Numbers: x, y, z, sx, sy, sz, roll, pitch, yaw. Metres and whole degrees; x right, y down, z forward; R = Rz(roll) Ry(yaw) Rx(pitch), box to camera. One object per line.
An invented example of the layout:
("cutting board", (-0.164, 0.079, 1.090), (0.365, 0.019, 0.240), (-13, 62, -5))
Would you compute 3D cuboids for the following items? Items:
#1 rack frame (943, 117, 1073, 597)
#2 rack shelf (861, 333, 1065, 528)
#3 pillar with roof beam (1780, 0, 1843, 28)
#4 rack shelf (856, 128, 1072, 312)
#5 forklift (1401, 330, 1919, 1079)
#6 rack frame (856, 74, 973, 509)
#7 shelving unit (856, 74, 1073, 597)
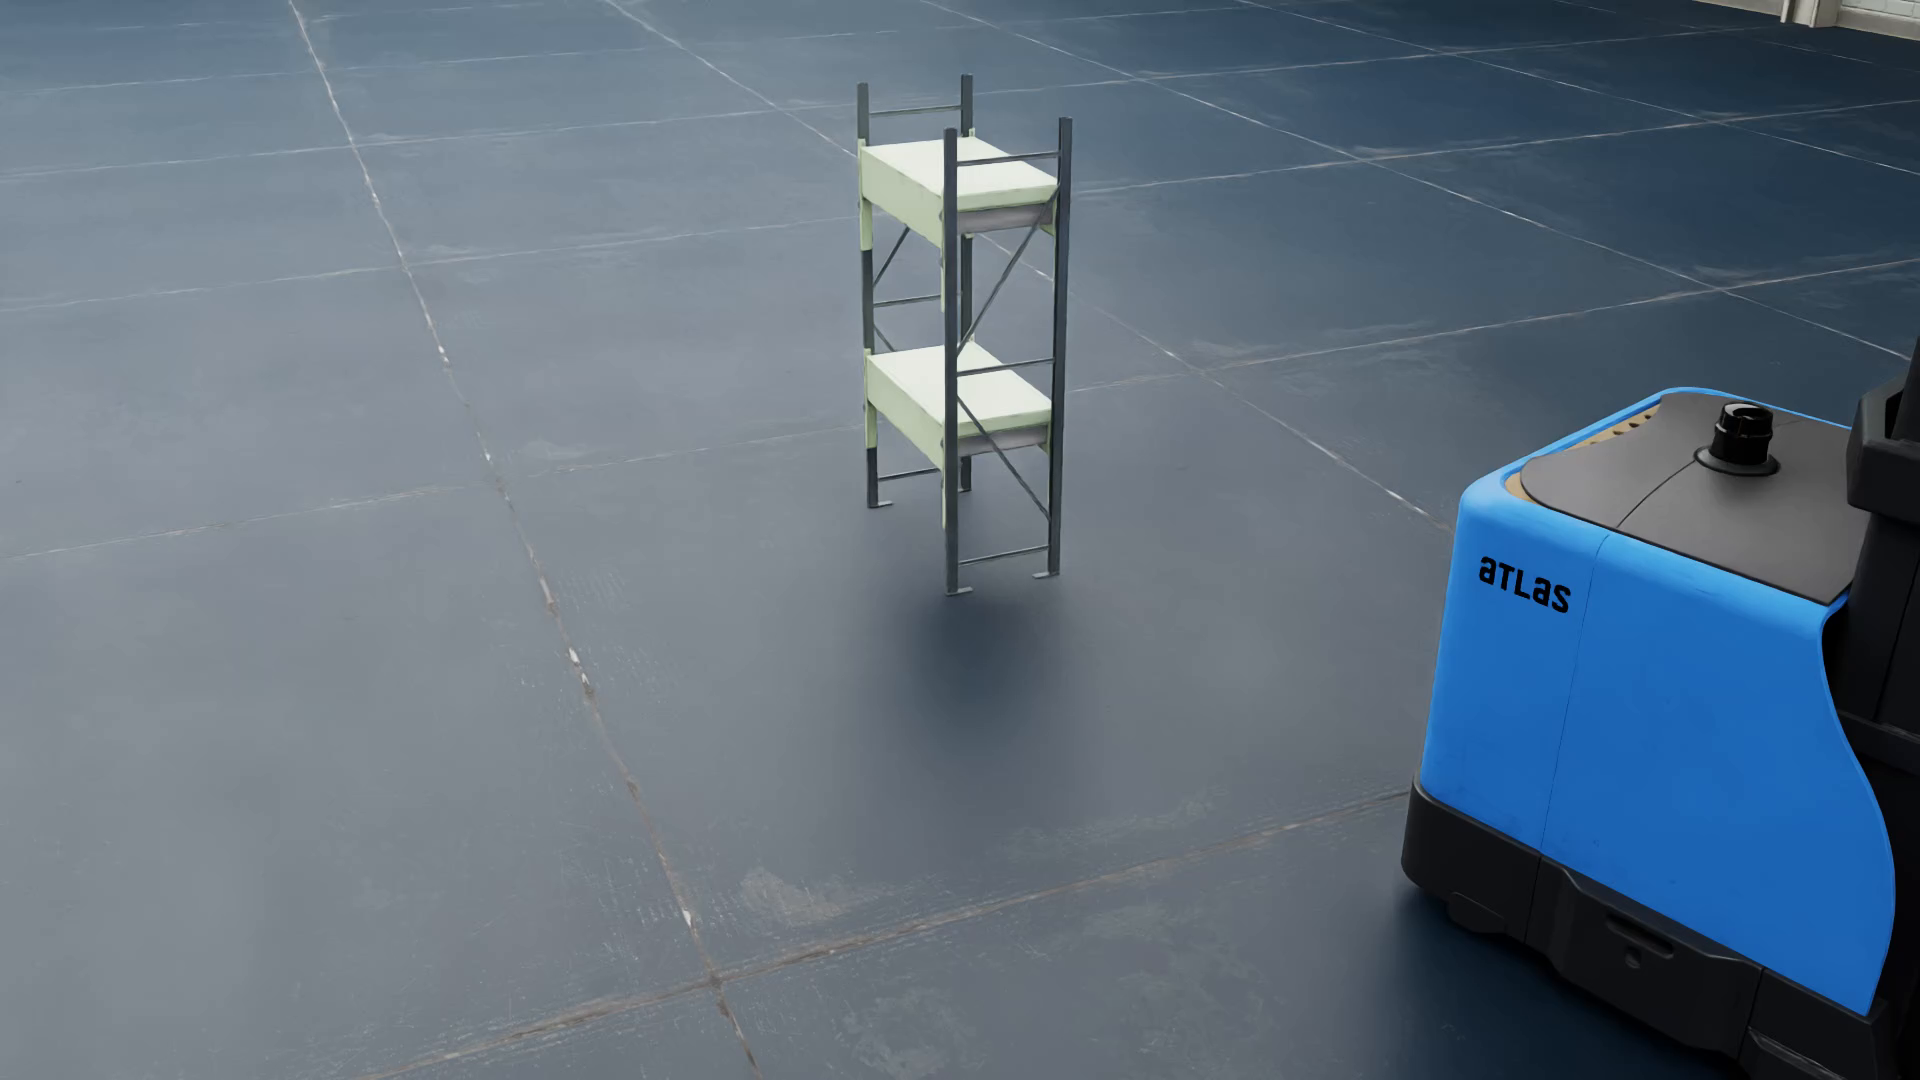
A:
("rack frame", (0.141, -0.529, 5.124), (0.400, 1.500, 0.023), (-11, 28, -21))
("rack shelf", (-0.003, -0.384, 5.569), (0.431, 0.370, 0.720), (-11, 28, -21))
("pillar with roof beam", (4.101, -8.211, 12.311), (9.100, 9.000, 0.400), (-11, 28, -21))
("rack shelf", (-0.003, -1.027, 5.255), (0.431, 0.370, 0.720), (-11, 28, -21))
("forklift", (2.411, -0.126, 2.668), (1.130, 2.935, 3.031), (-21, 33, -37))
("rack frame", (-0.146, -0.824, 5.729), (0.400, 1.500, 0.023), (-11, 28, -21))
("shelving unit", (-0.003, -0.677, 5.426), (0.431, 1.500, 0.755), (-11, 28, -21))
